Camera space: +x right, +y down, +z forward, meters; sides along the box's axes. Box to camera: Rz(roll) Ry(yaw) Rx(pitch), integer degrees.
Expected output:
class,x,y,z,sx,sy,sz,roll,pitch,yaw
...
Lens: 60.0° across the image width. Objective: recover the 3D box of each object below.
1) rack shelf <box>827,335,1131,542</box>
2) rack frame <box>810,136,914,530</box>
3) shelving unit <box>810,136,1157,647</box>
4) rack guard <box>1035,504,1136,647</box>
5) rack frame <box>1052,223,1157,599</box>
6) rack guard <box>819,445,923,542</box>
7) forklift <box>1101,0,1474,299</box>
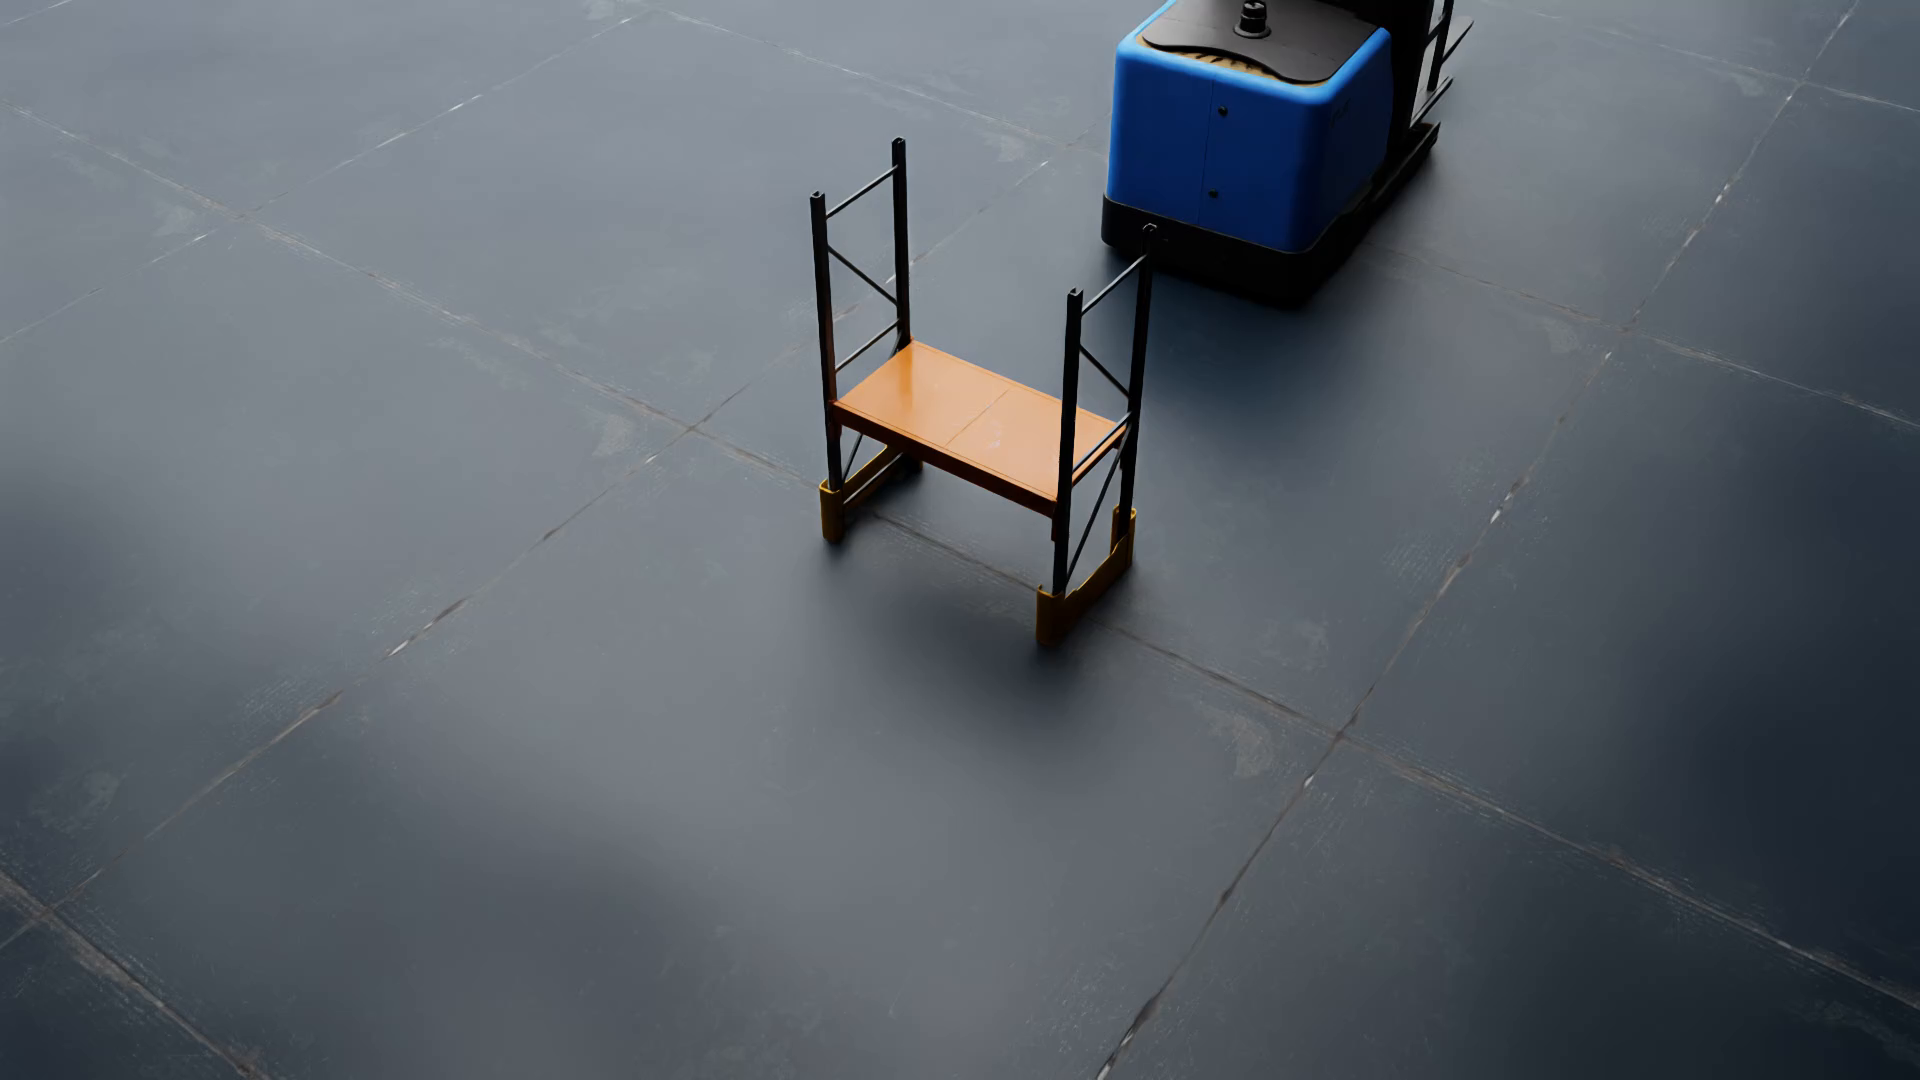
class,x,y,z,sx,sy,sz,roll,pitch,yaw
rack shelf,0.070,-0.392,6.096,1.000,0.185,0.538,25,48,25
rack frame,-0.346,-0.721,6.194,0.032,1.500,0.500,25,48,25
shelving unit,0.062,-0.530,5.980,1.083,1.500,0.587,25,48,25
rack guard,0.470,0.127,6.184,0.087,0.250,0.587,25,48,25
rack frame,0.486,-0.332,5.759,0.032,1.500,0.500,25,48,25
rack guard,-0.345,-0.255,6.610,0.087,0.250,0.587,25,48,25
forklift,1.872,-3.167,7.854,1.130,2.935,3.031,22,46,23
